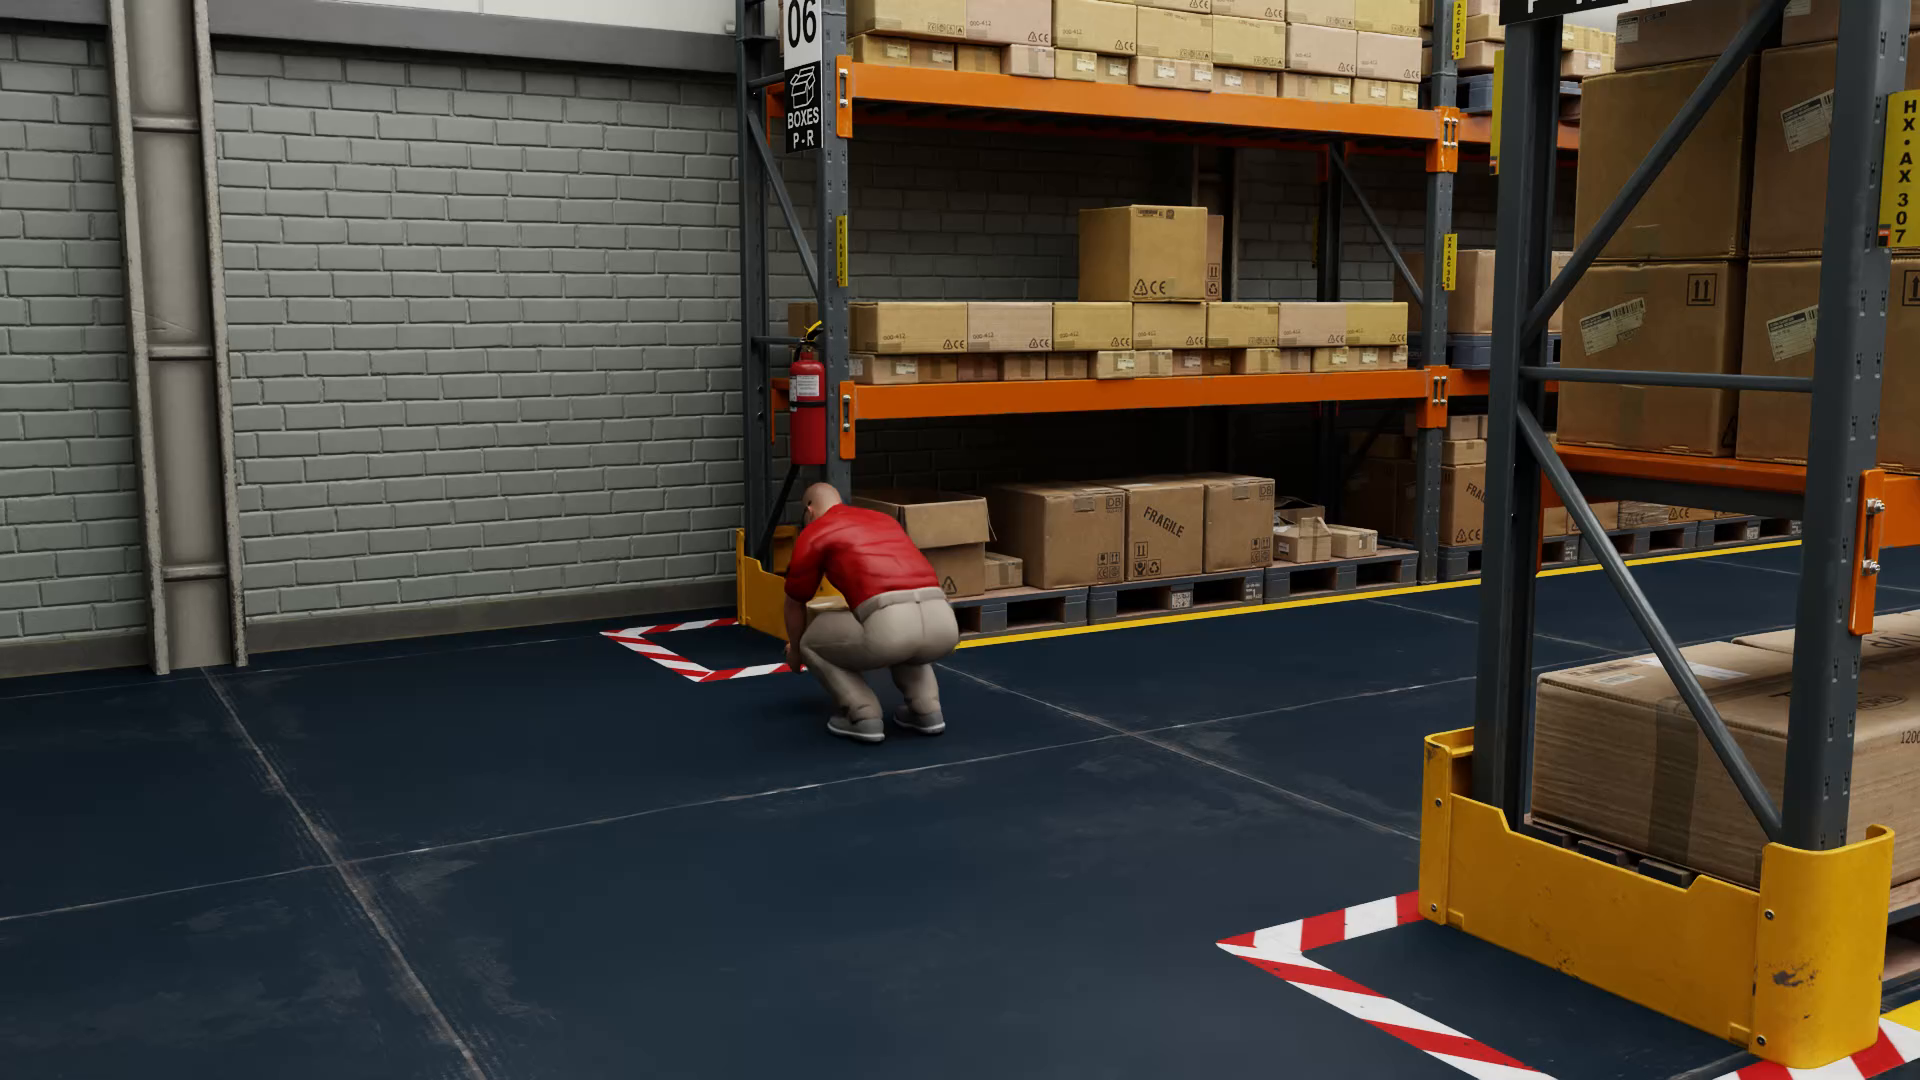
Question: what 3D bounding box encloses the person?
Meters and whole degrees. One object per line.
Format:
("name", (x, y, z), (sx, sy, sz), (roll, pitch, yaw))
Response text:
("person", (-0.385, 0.280, 6.679), (0.567, 0.960, 0.884), (-5, 9, -31))
